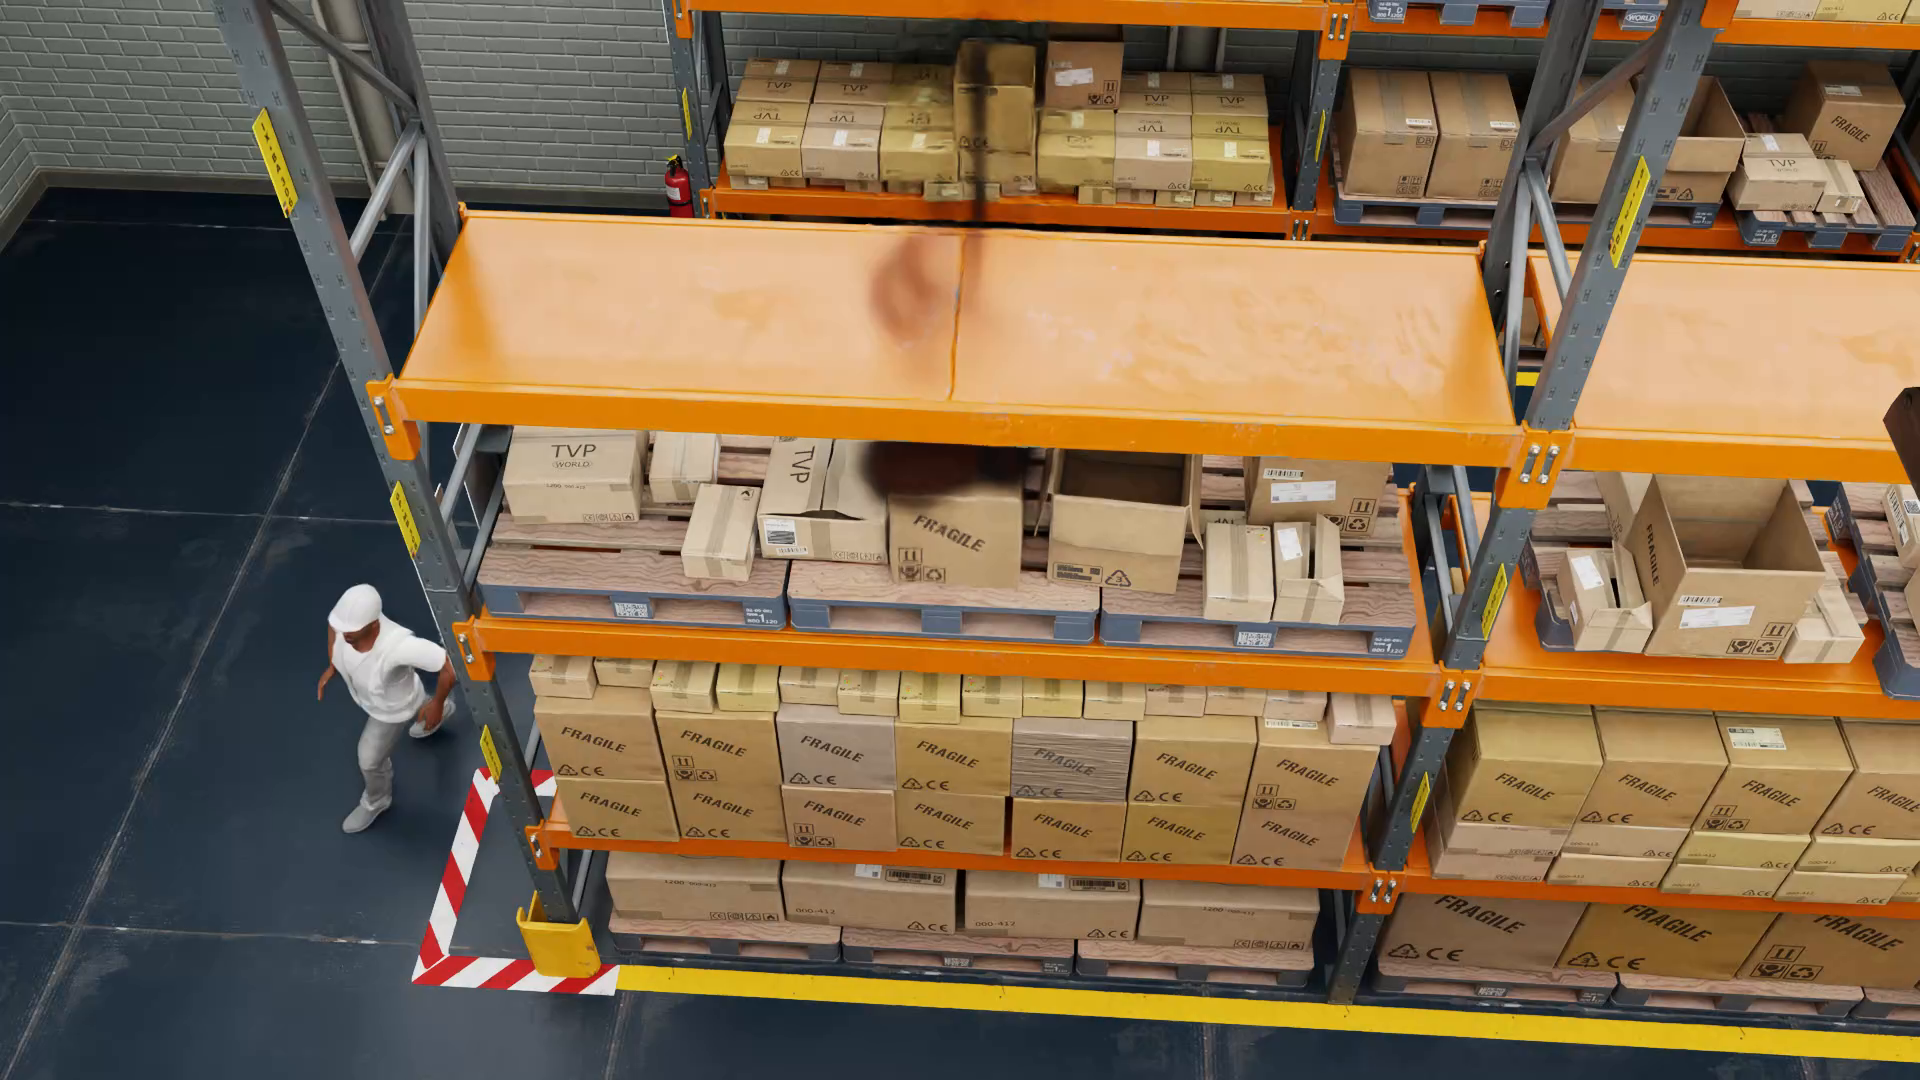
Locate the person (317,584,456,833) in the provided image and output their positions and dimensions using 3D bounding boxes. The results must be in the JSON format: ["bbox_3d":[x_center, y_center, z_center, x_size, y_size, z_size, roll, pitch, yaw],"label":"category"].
[{"bbox_3d":[-3.043,0.846,8.794,0.757,1.759,0.906,32,55,26],"label":"person"}]
